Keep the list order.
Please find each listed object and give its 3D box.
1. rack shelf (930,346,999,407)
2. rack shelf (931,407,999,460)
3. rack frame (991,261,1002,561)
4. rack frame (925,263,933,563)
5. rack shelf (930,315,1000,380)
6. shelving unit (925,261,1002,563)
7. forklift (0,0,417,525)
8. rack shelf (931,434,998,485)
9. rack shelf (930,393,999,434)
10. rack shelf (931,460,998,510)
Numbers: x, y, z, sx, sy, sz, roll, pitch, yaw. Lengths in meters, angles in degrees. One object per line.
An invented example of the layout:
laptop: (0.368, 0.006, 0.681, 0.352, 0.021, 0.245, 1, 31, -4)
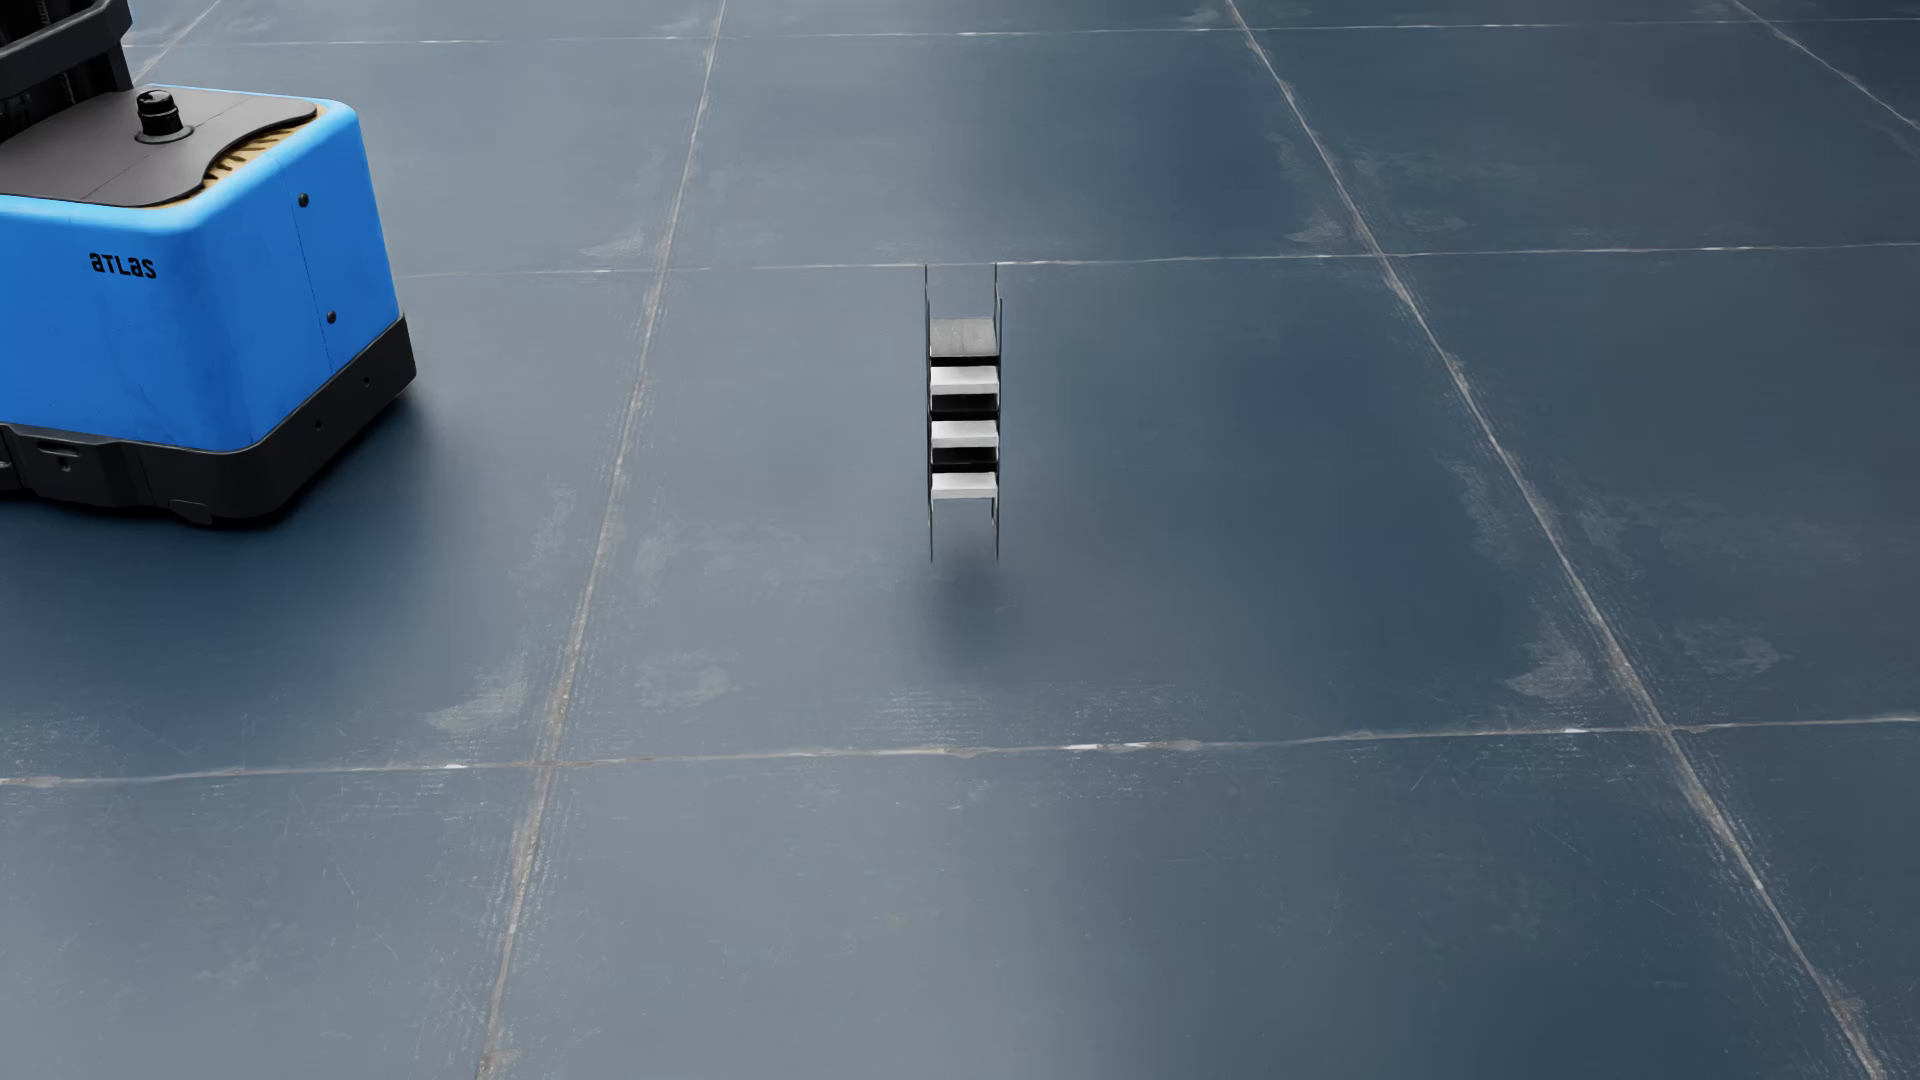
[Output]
rack shelf: (0.008, -0.491, 4.911, 0.200, 0.077, 0.258, -2, 35, -2)
rack shelf: (0.008, -0.343, 5.013, 0.200, 0.077, 0.258, -2, 35, -2)
rack frame: (0.110, -0.373, 4.998, 0.006, 0.900, 0.240, -2, 35, -2)
rack frame: (-0.093, -0.367, 4.990, 0.006, 0.900, 0.240, -2, 35, -2)
rack shelf: (0.008, -0.565, 4.860, 0.200, 0.077, 0.258, -2, 35, -2)
shelving unit: (0.008, -0.370, 4.994, 0.210, 0.900, 0.258, -2, 35, -2)
forklift: (-3.528, -1.692, 5.119, 3.031, 2.935, 1.130, 8, 35, 11)
rack shelf: (0.008, -0.269, 5.064, 0.200, 0.077, 0.258, -2, 35, -2)
rack shelf: (0.008, -0.417, 4.962, 0.200, 0.077, 0.258, -2, 35, -2)
rack shelf: (0.008, -0.195, 5.116, 0.200, 0.077, 0.258, -2, 35, -2)
